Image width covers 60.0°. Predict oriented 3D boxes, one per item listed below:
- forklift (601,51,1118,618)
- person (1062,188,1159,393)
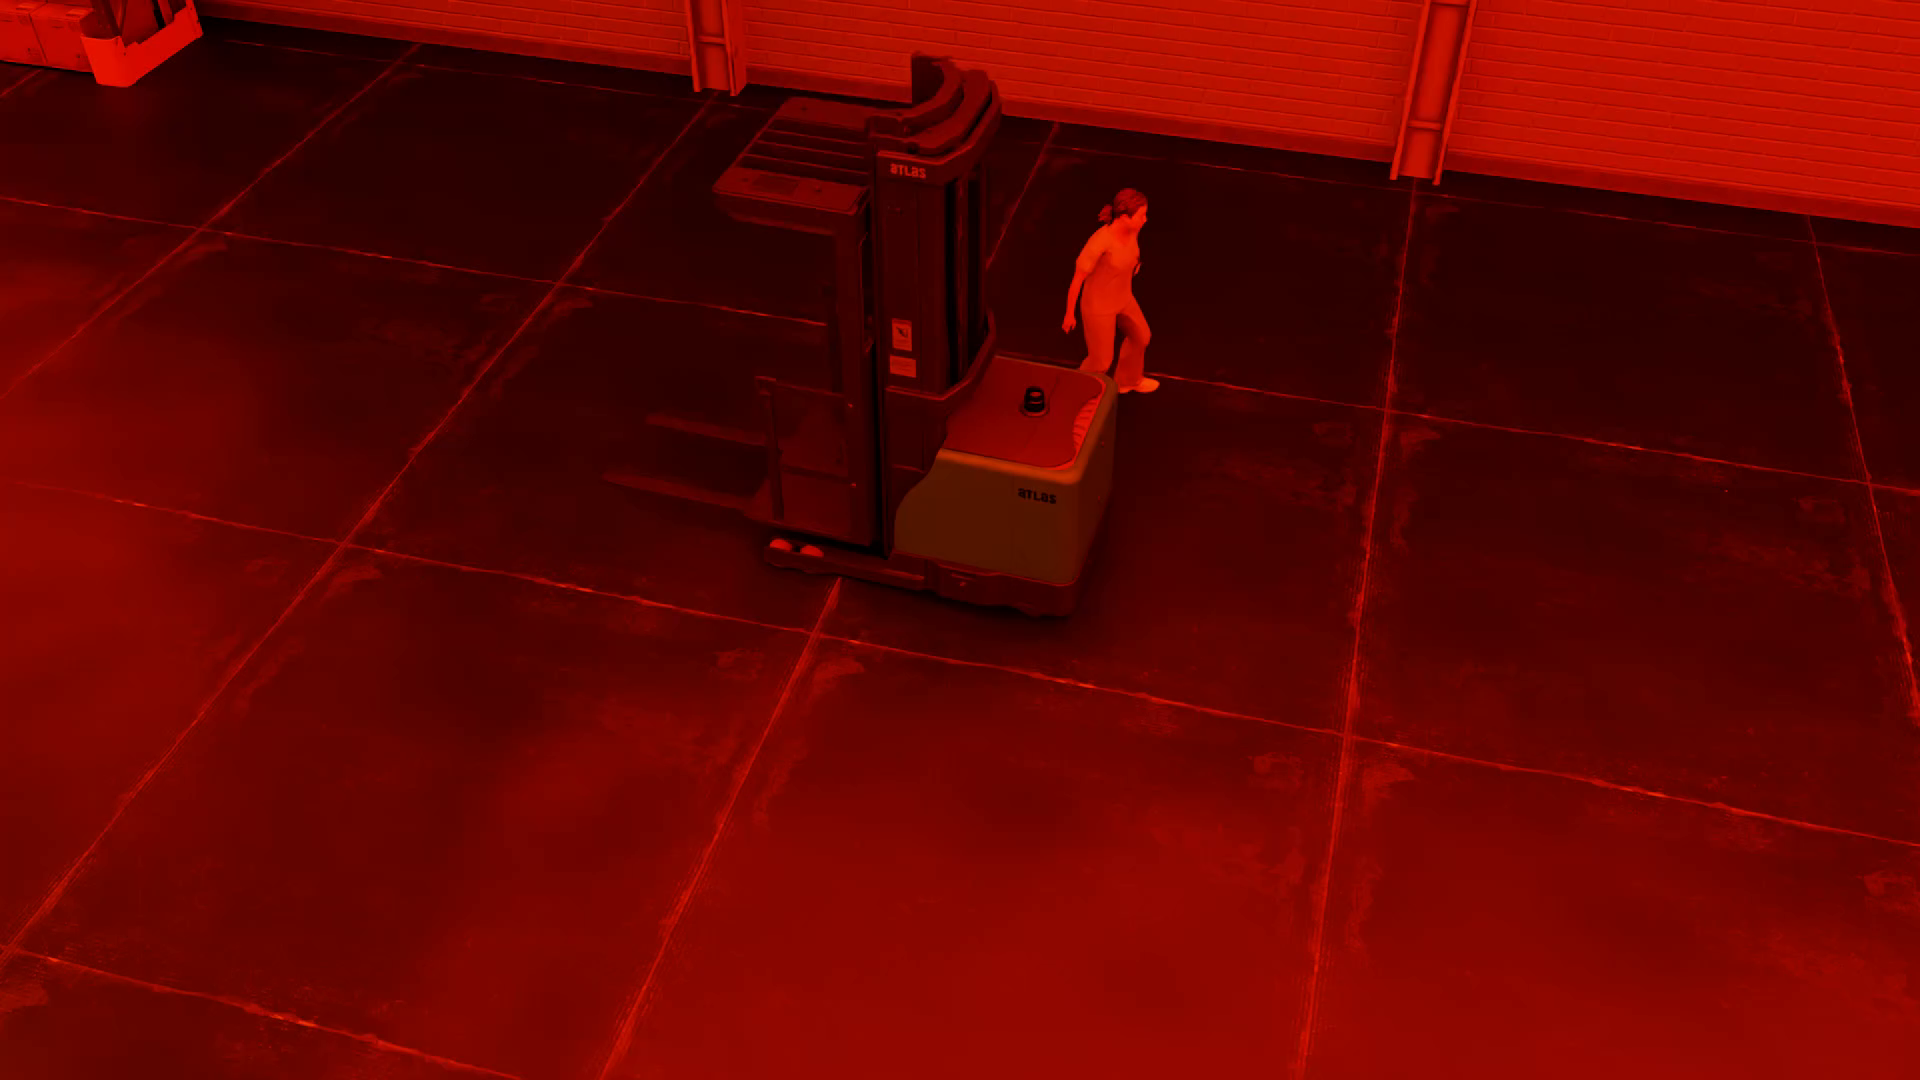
[{"bbox_3d":[-0.654,-1.222,9.256,3.031,2.935,1.130,12,43,13],"label":"forklift"},{"bbox_3d":[0.958,-1.515,10.598,0.390,1.624,0.779,31,50,30],"label":"person"}]
